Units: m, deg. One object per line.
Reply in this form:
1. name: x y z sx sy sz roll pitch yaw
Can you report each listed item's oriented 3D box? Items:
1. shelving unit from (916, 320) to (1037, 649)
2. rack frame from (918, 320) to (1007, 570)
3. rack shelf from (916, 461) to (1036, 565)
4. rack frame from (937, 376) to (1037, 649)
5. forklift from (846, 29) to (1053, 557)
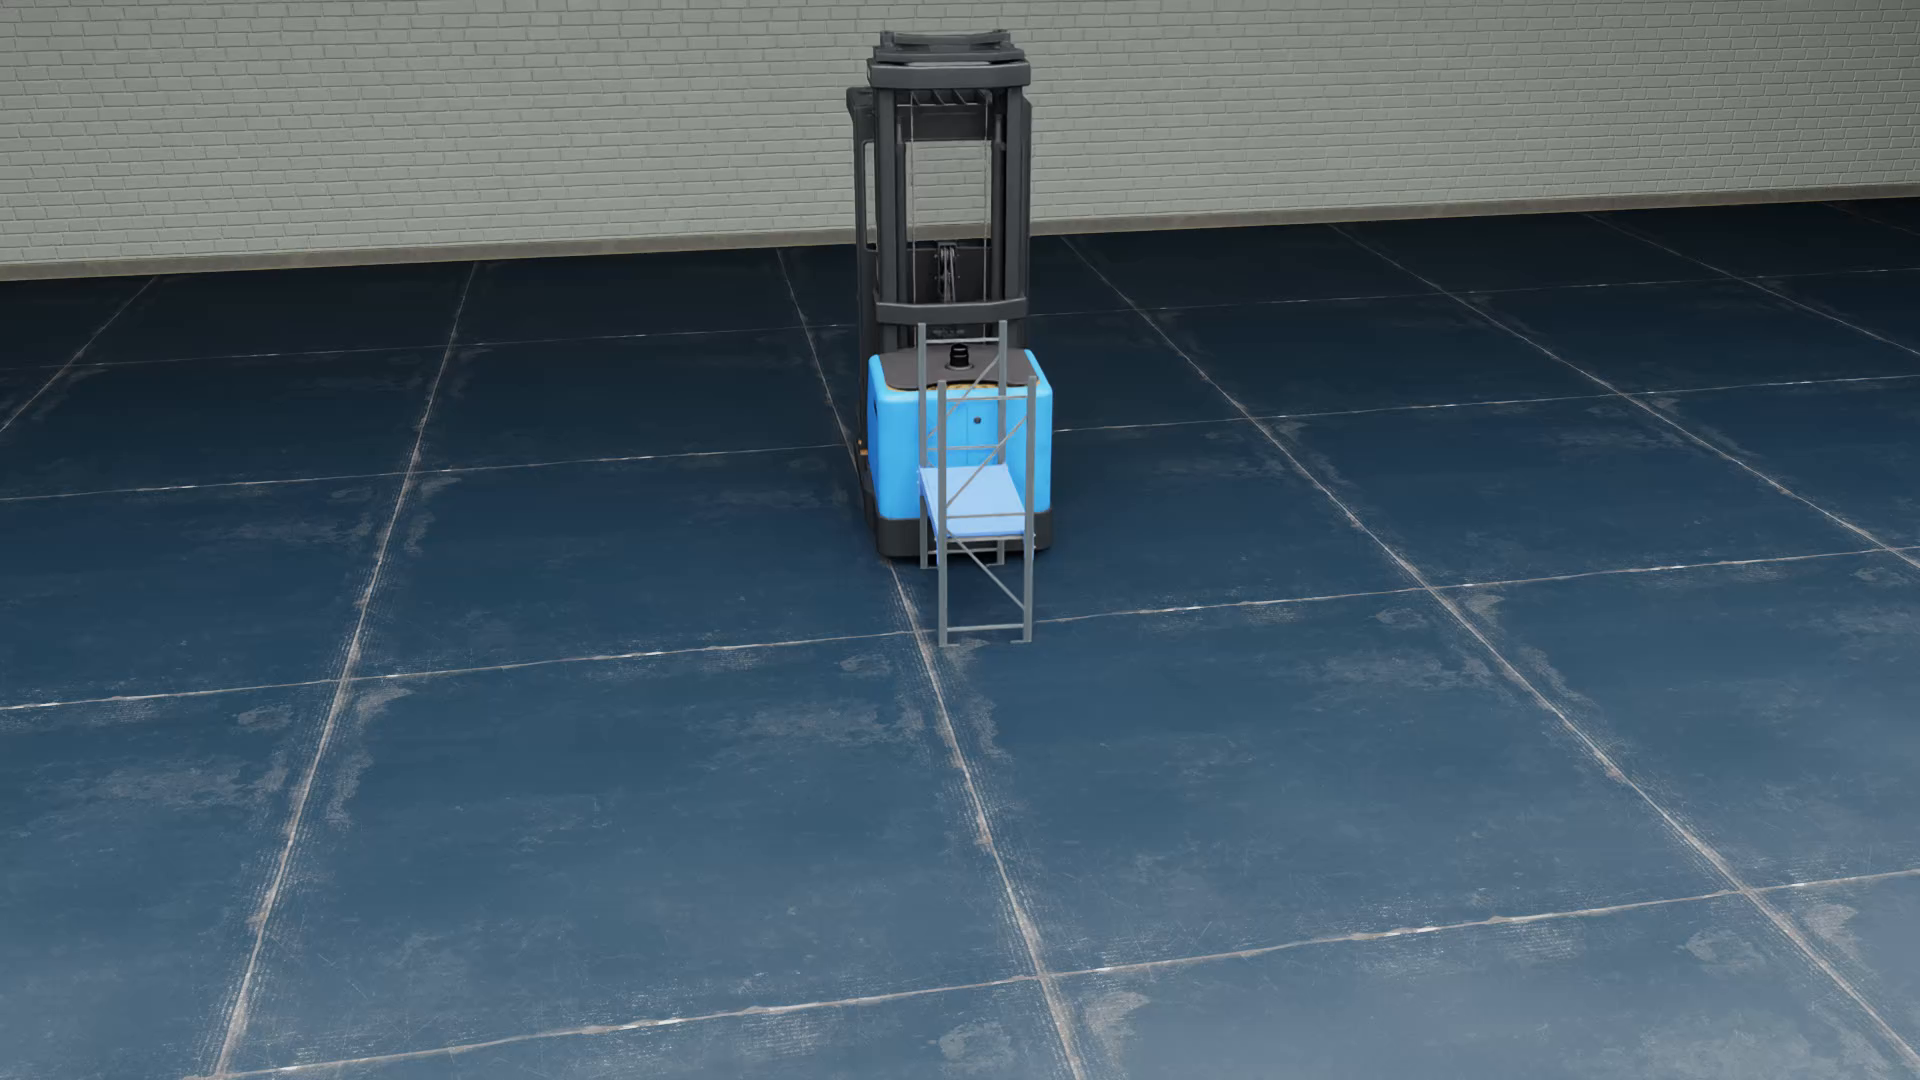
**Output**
1. shelving unit: 0.075 -0.326 9.121 0.538 1.500 1.048 -3 24 -6
2. rack frame: 0.014 -0.528 9.584 0.500 1.500 0.032 -3 24 -6
3. rack shelf: 0.075 -0.161 9.193 0.538 0.185 1.000 -3 24 -6
4. rack frame: 0.136 -0.124 8.659 0.500 1.500 0.032 -3 24 -6
5. forklift: -0.137 -1.799 10.707 1.130 2.935 3.031 -3 24 -6
